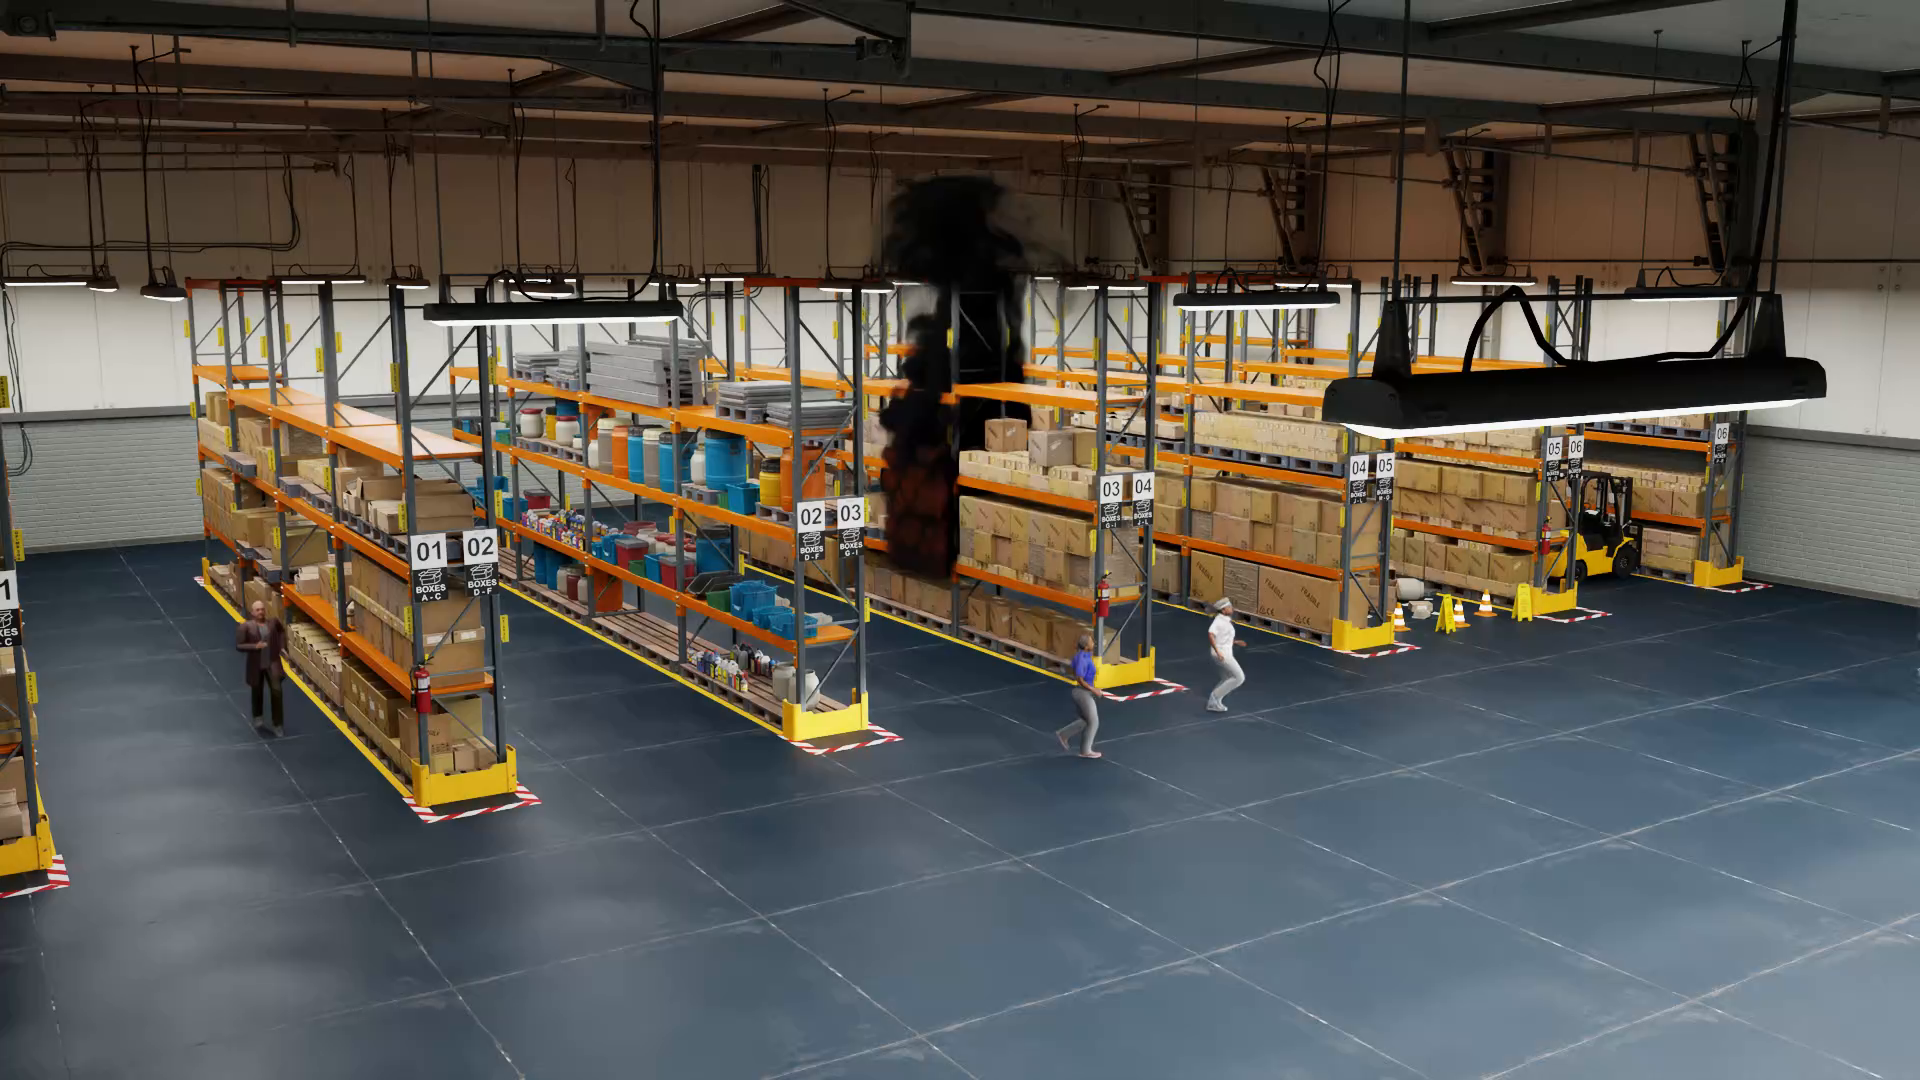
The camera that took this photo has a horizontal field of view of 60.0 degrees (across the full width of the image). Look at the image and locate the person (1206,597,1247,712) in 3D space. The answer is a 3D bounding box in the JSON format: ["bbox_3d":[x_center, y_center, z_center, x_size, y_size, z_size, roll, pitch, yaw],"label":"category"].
[{"bbox_3d":[3.766,1.612,23.445,0.537,1.643,0.596,1,10,8],"label":"person"}]

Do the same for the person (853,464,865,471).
[{"bbox_3d":[-2.509,-1.518,41.984,0.604,1.645,0.908,9,13,41],"label":"person"}]

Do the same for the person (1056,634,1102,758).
[{"bbox_3d":[1.528,2.001,21.260,0.583,1.619,0.587,-1,10,-3],"label":"person"}]

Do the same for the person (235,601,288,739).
[{"bbox_3d":[-9.383,1.724,22.397,0.677,1.846,0.865,-6,11,-31],"label":"person"}]
